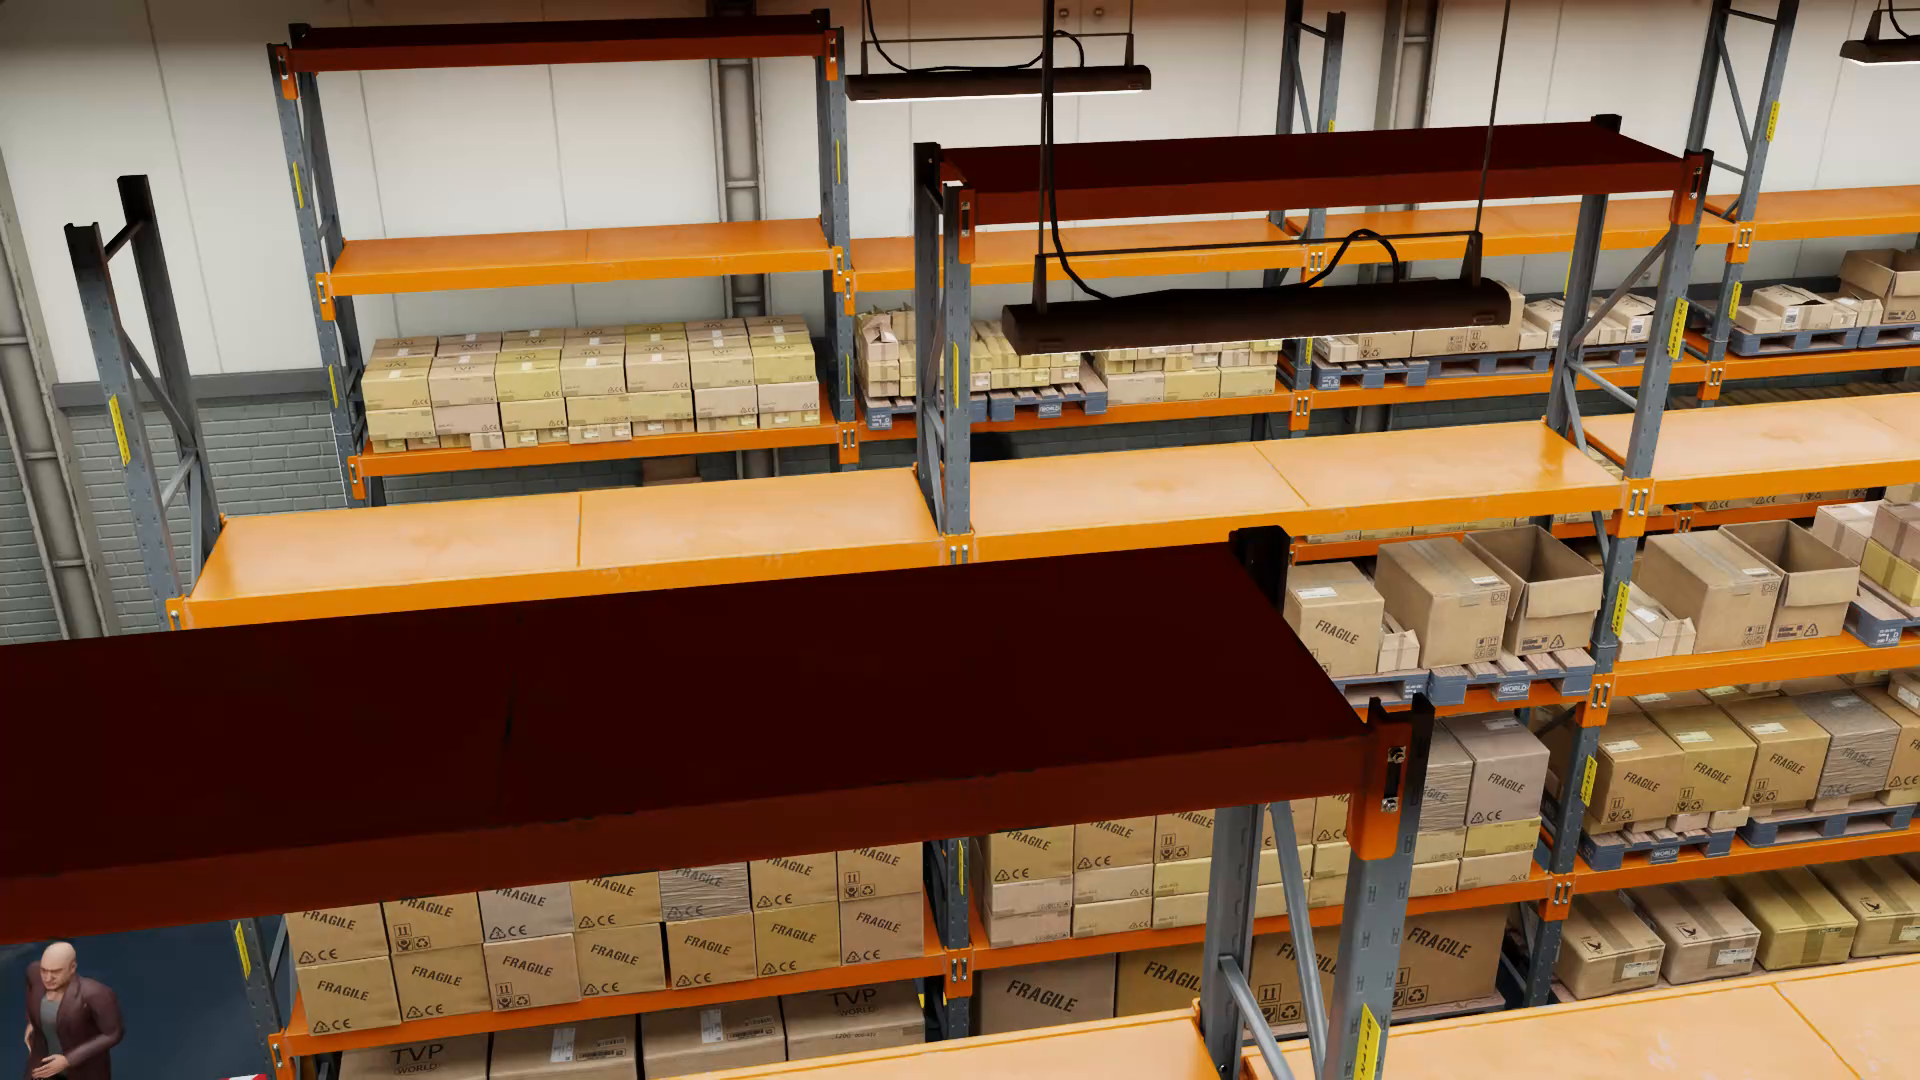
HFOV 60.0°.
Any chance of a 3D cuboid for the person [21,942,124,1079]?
[{"bbox_3d":[-5.250,3.098,9.904,0.723,1.762,0.677,2,26,4],"label":"person"}]
